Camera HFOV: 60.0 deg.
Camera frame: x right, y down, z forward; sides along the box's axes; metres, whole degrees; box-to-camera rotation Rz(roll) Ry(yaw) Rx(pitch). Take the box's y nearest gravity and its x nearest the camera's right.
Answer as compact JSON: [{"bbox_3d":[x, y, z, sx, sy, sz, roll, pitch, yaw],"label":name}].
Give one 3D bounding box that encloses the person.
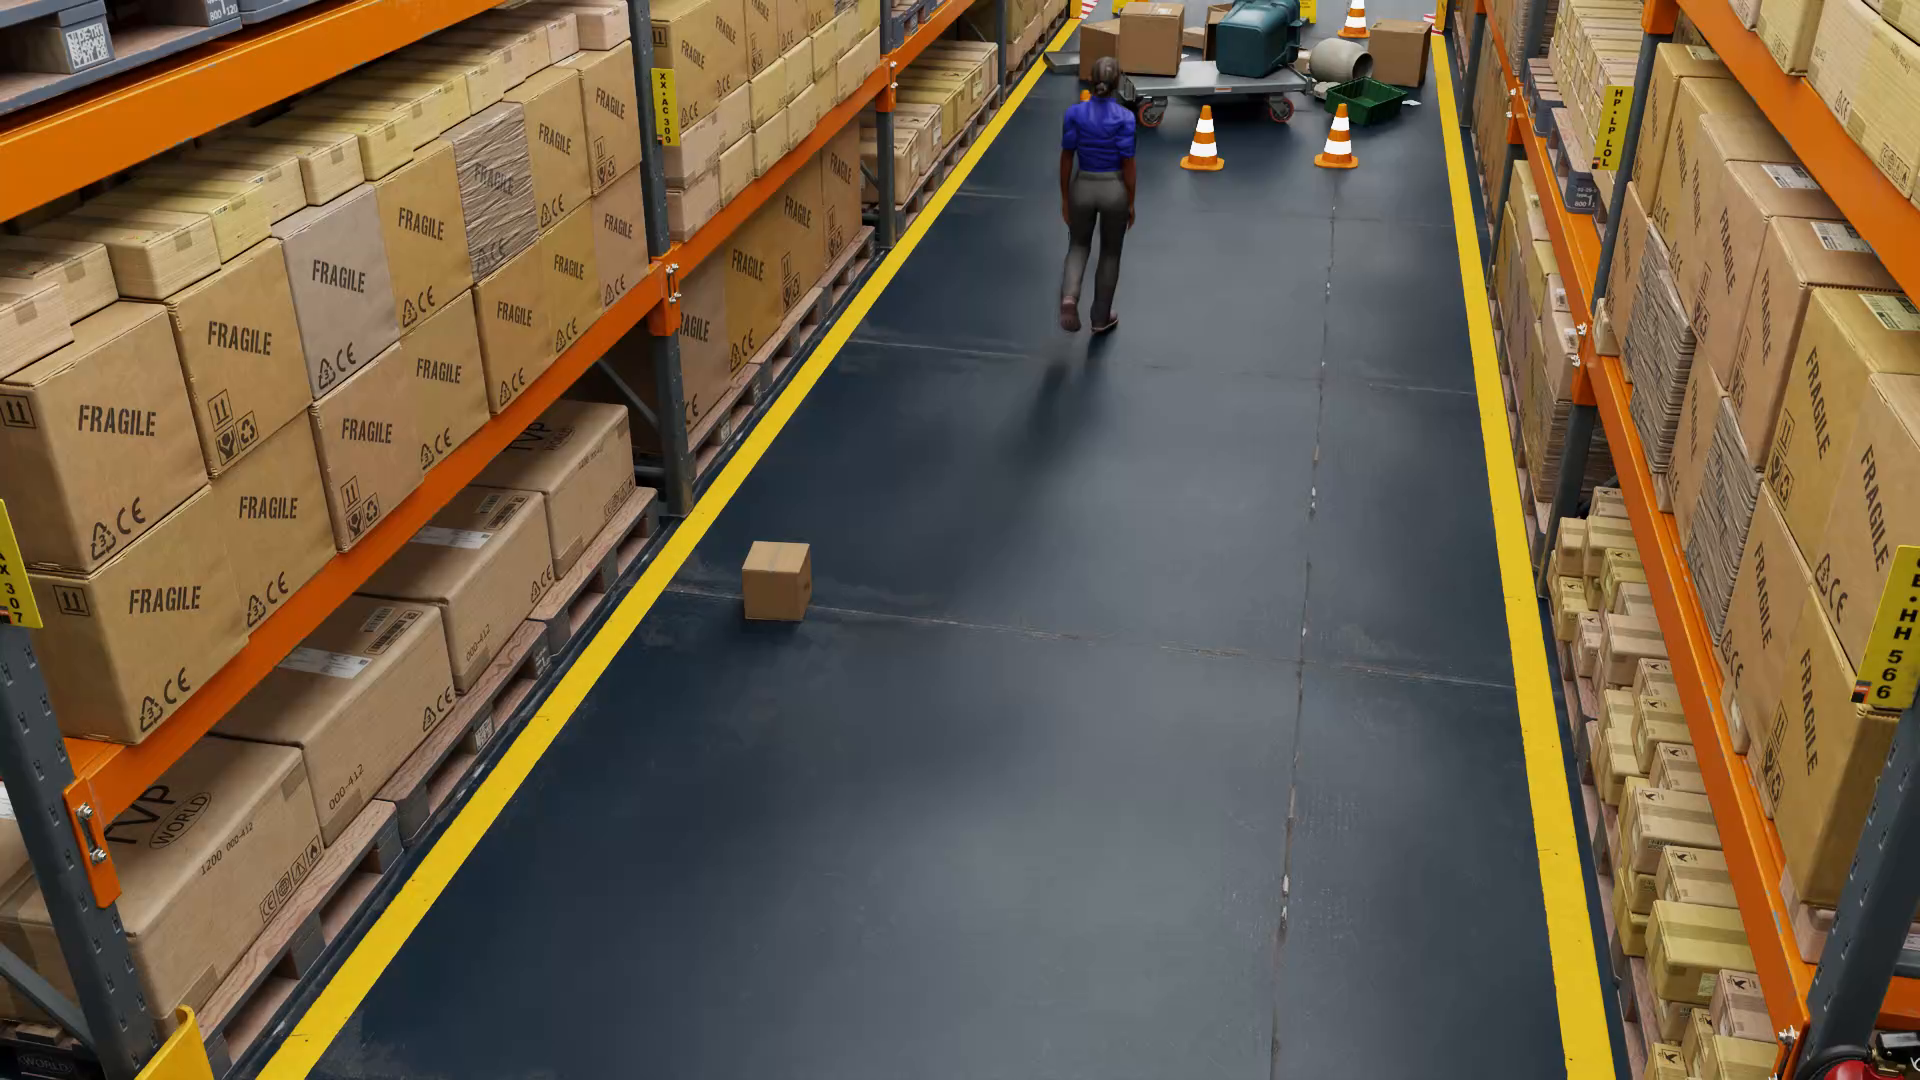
[{"bbox_3d":[0.797,-1.978,9.664,0.446,1.642,0.546,9,30,16],"label":"person"}]
